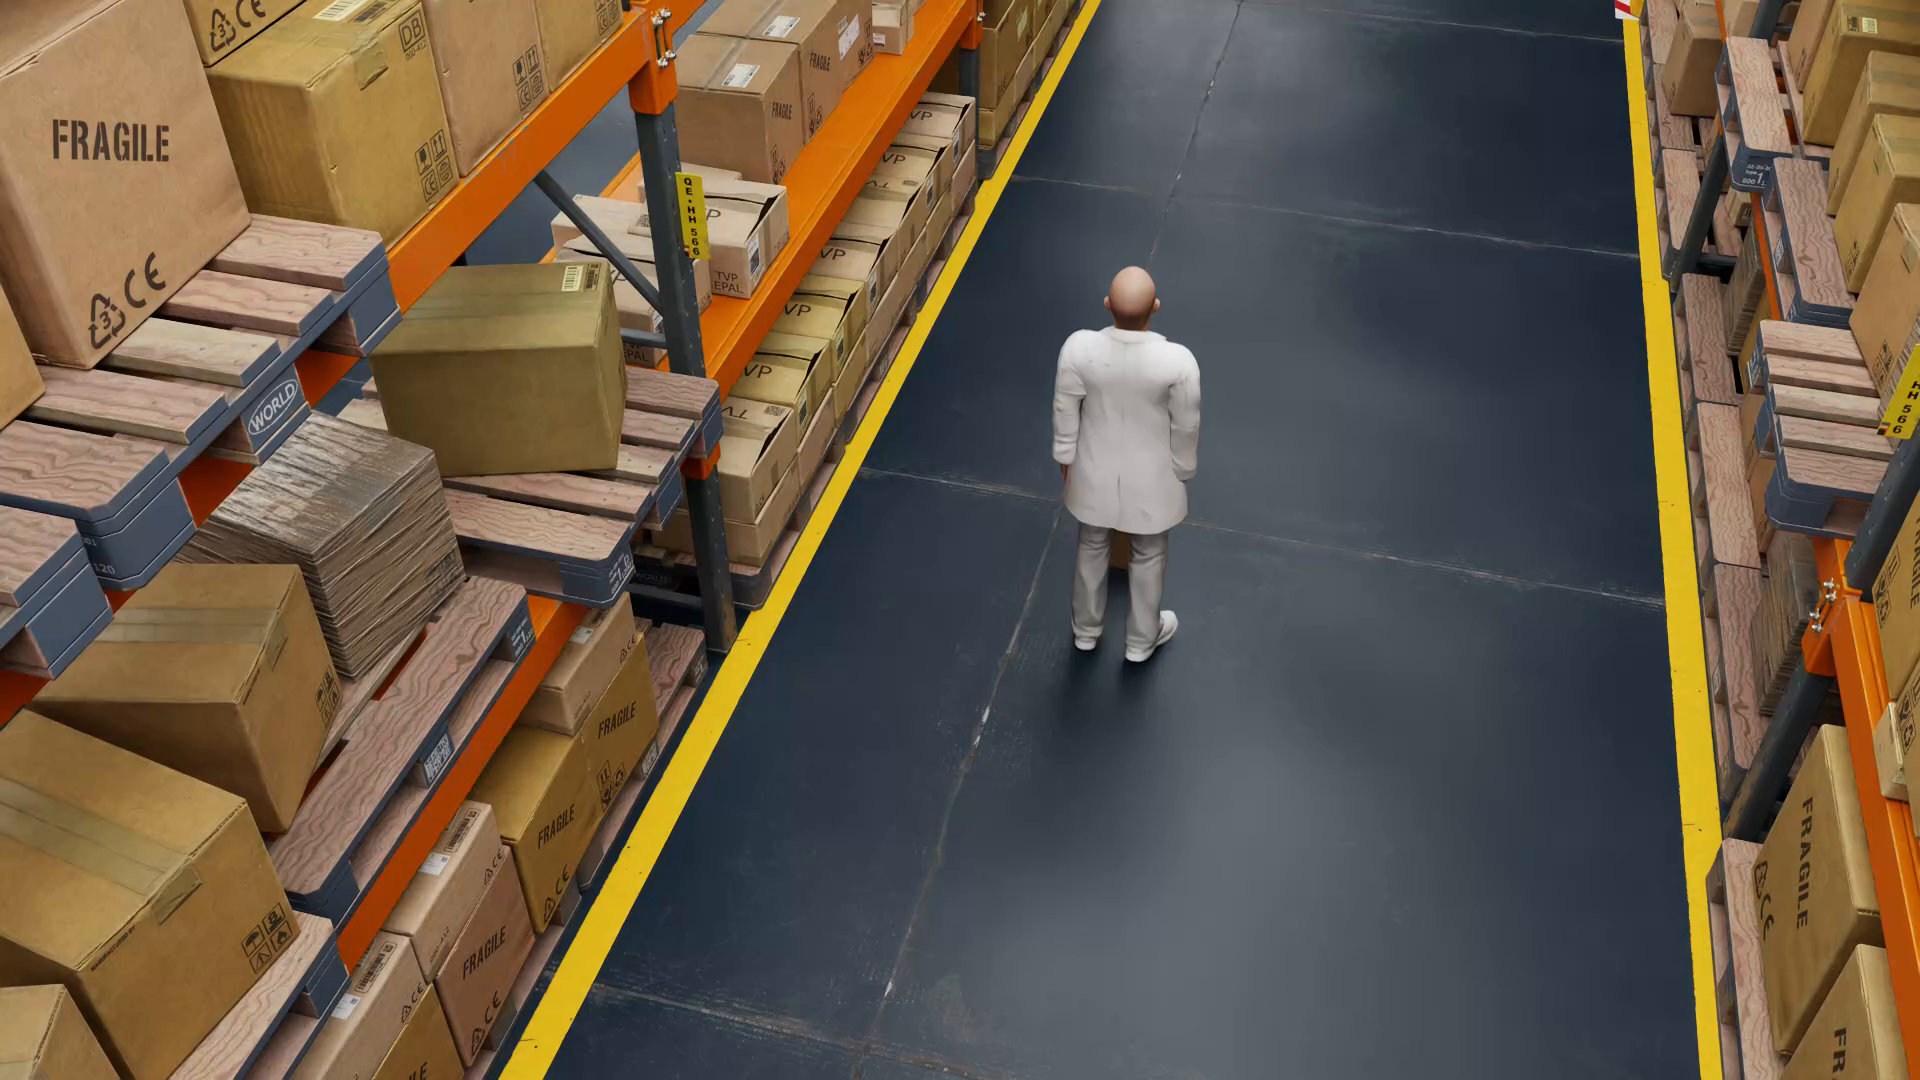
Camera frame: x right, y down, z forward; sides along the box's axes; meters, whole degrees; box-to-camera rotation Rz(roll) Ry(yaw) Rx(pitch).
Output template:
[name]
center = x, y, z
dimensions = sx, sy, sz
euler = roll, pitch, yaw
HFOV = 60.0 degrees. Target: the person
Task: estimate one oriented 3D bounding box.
[person]
center = 0.640, -0.291, 6.517
dimensions = 0.570, 1.800, 0.399
euler = 10, 42, 12
